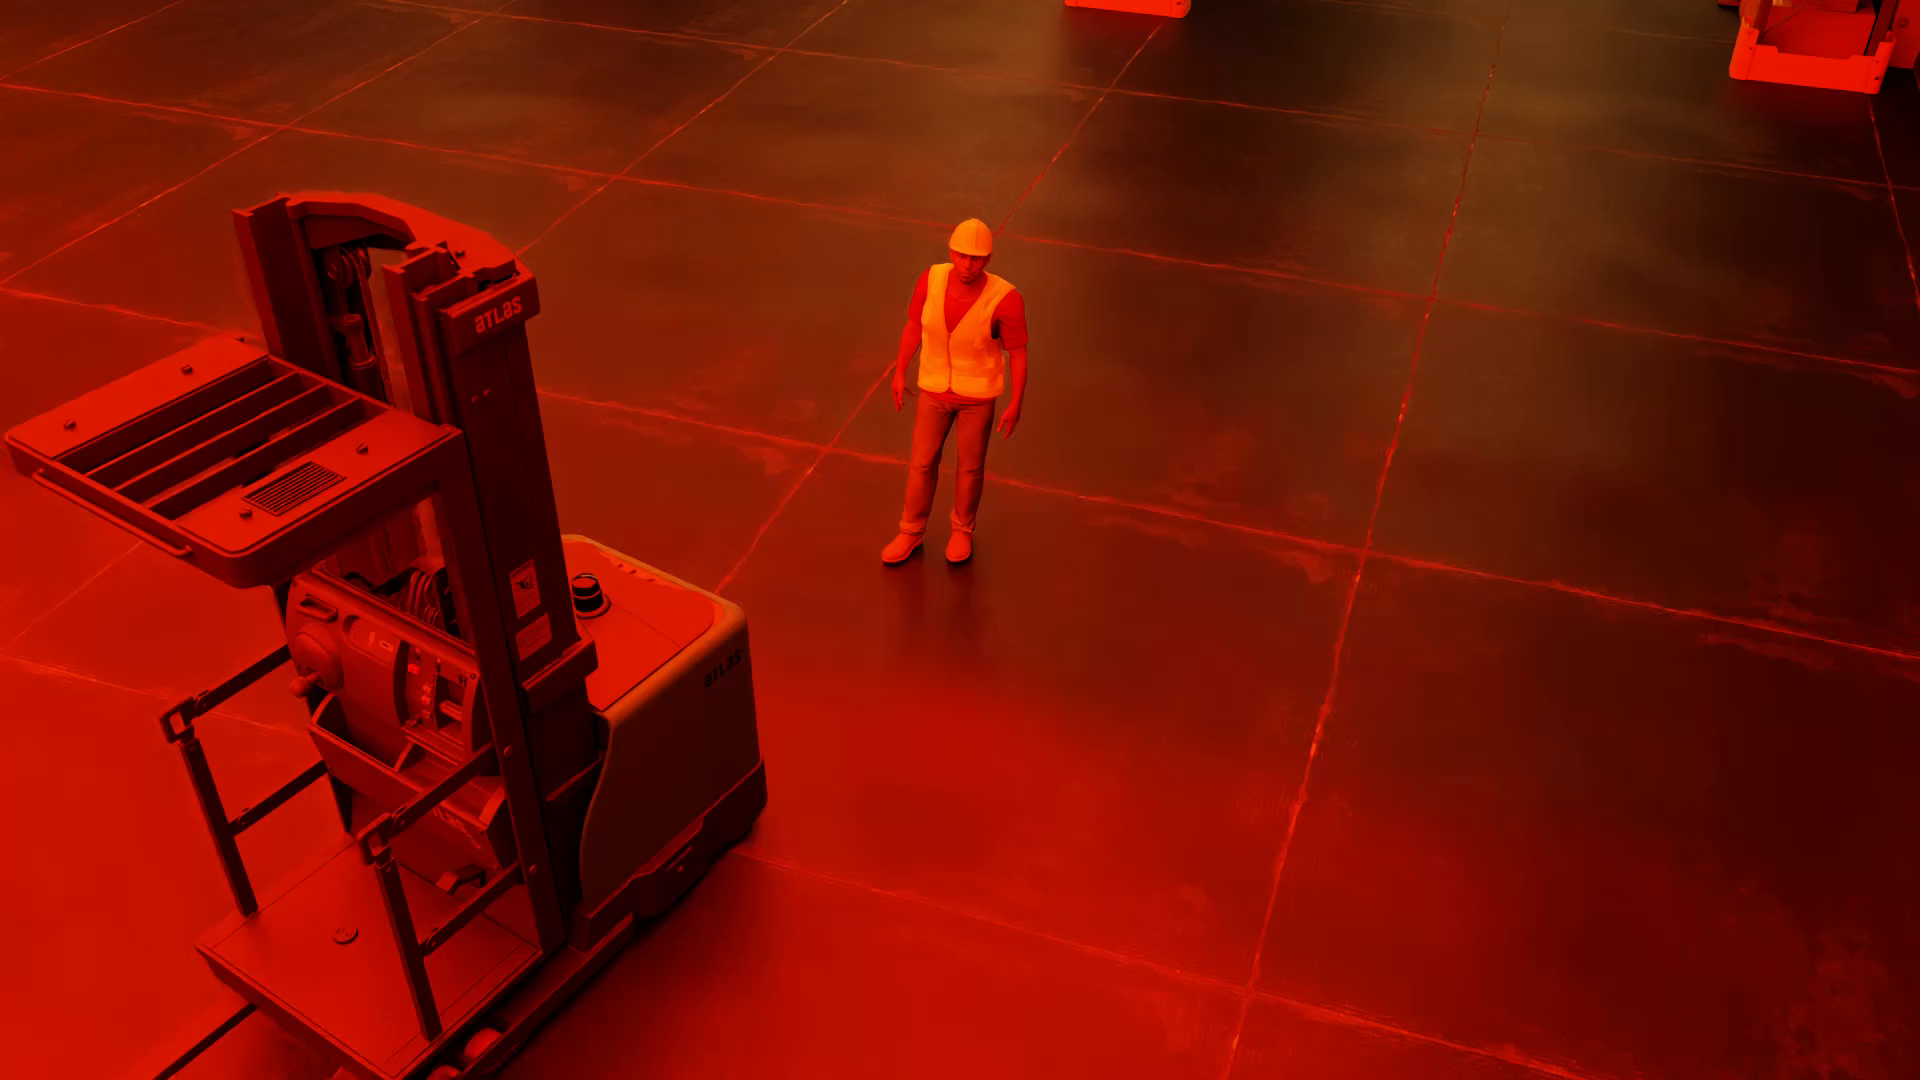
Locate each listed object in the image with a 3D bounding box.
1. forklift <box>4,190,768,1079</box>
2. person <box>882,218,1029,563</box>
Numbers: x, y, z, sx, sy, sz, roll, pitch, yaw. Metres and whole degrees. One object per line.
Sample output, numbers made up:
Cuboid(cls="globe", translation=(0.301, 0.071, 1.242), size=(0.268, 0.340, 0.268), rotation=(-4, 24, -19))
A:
Cuboid(cls="forklift", translation=(-2.051, 0.493, 5.416), size=(1.130, 2.935, 3.031), rotation=(21, 41, 27))
Cuboid(cls="person", translation=(-0.029, -0.690, 8.078), size=(0.665, 1.765, 0.577), rotation=(12, 37, 16))
